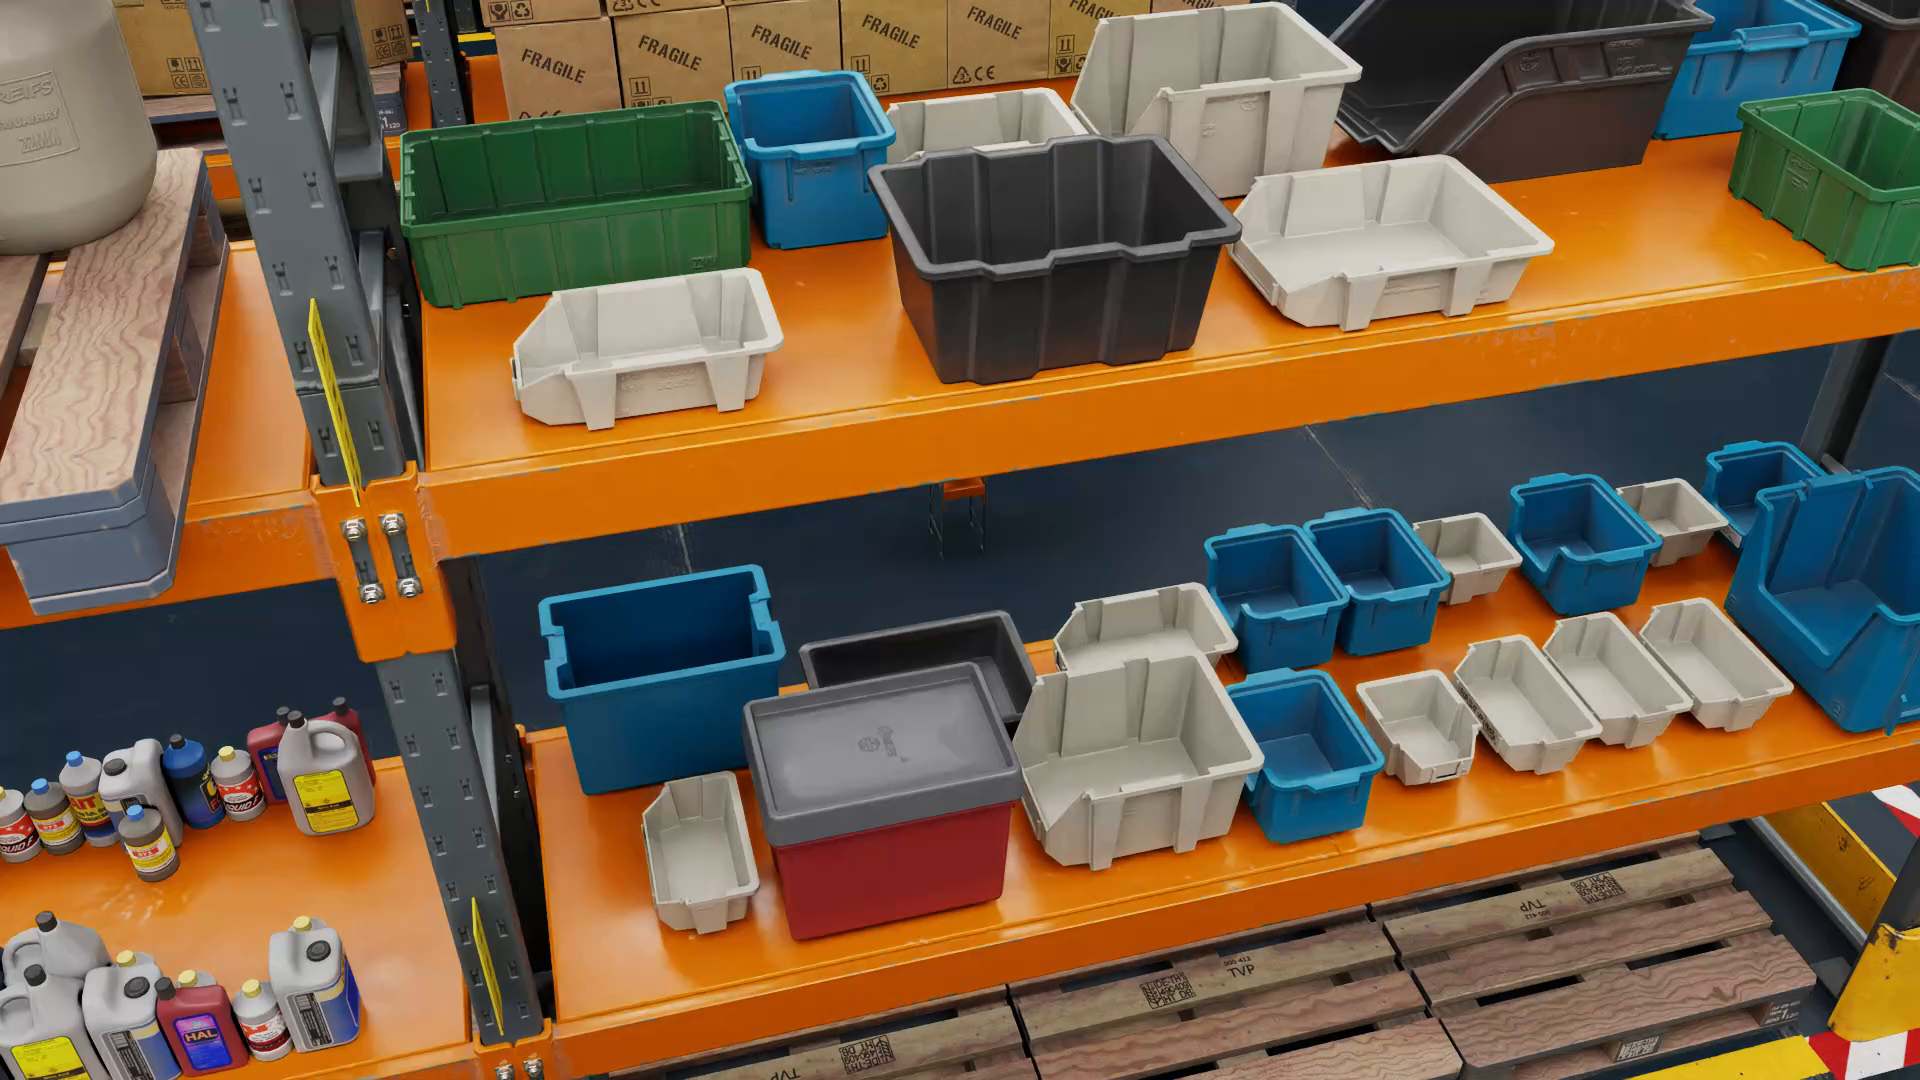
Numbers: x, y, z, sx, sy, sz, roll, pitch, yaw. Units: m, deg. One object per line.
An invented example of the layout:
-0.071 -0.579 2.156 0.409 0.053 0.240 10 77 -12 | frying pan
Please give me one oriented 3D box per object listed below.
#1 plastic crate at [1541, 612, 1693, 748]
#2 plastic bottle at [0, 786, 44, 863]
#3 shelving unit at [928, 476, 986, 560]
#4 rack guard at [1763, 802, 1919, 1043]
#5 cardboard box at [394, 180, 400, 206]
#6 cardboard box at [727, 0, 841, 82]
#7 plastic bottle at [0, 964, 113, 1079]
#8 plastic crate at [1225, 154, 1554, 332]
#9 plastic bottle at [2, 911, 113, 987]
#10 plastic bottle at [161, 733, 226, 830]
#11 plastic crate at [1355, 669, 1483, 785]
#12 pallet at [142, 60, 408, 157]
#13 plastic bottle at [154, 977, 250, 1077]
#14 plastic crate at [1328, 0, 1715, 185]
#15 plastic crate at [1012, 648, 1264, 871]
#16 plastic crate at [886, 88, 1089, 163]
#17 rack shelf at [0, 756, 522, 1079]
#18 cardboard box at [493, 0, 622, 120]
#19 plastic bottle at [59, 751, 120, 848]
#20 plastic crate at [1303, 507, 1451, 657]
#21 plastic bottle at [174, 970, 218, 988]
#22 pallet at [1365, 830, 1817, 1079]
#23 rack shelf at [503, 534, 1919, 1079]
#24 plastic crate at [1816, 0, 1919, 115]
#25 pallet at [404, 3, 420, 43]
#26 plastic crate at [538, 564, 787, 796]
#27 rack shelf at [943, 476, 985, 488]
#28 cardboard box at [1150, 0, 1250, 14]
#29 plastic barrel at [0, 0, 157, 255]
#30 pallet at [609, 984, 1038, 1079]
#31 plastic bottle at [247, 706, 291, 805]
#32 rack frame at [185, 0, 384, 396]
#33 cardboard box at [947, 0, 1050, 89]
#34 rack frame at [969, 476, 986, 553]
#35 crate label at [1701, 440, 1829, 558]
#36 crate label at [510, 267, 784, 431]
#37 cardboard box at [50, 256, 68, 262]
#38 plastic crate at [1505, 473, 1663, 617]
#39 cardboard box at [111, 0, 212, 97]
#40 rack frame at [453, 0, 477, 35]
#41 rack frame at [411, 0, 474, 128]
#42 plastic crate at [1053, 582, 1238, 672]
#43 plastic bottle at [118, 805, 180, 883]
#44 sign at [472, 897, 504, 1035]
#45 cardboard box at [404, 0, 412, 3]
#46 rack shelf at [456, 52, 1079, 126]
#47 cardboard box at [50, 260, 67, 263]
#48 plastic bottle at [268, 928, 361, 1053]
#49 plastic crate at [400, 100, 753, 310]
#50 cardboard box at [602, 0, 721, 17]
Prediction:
1.729 0.383 4.448 0.243 0.136 0.396 -9 38 -12 | plastic crate
-2.315 0.683 4.052 0.097 0.201 0.097 0 37 0 | plastic bottle
-0.014 -0.474 6.882 0.189 1.200 0.258 -9 38 -12 | shelving unit
2.773 1.011 5.517 0.348 0.500 1.175 -9 38 -12 | rack guard
-2.927 -1.491 8.426 0.500 0.500 0.500 -11 39 -14 | cardboard box
-0.856 -2.364 7.790 0.500 0.500 0.500 -10 38 -12 | cardboard box
-1.911 1.020 3.488 0.185 0.351 0.144 -9 38 -12 | plastic bottle
0.823 -0.584 3.293 0.530 0.136 0.437 -9 38 -12 | plastic crate
-1.948 0.936 3.598 0.185 0.351 0.144 -9 38 -12 | plastic bottle
-1.903 0.588 4.119 0.097 0.271 0.097 0 37 0 | plastic bottle
1.186 0.500 4.296 0.250 0.136 0.298 -9 38 -12 | plastic crate
-3.196 -2.104 7.690 1.213 0.211 1.003 -9 38 -12 | pallet
-1.616 1.025 3.537 0.133 0.283 0.061 -9 38 -12 | plastic bottle
1.206 -1.056 3.744 0.767 0.338 0.504 -9 38 -12 | plastic crate
0.413 0.553 4.107 0.530 0.282 0.437 -9 38 -12 | plastic crate
0.020 -0.848 3.638 0.466 0.136 0.293 -9 38 -12 | plastic crate
-3.040 1.266 3.719 4.000 0.370 1.077 -9 38 -12 | rack shelf
-1.833 -2.203 7.579 0.500 0.500 0.500 -8 38 -11 | cardboard box
-2.127 0.625 4.071 0.097 0.271 0.097 0 37 0 | plastic bottle
1.158 0.127 4.704 0.300 0.233 0.416 -9 38 -12 | plastic crate
-1.654 1.014 3.619 0.097 0.201 0.097 0 37 0 | plastic bottle
1.947 1.245 5.449 1.213 0.211 1.003 -9 38 -12 | pallet
0.822 0.632 4.547 4.000 0.370 1.077 -9 38 -12 | rack shelf
2.309 -1.212 4.005 0.590 0.269 0.497 -9 38 -12 | plastic crate
-4.417 -3.874 12.140 1.213 0.211 1.003 -9 38 -12 | pallet
-0.747 0.372 4.259 0.575 0.384 0.392 -9 38 -12 | plastic crate
-0.014 -0.344 6.982 0.180 0.103 0.258 -9 38 -12 | rack shelf
1.104 -2.686 8.210 0.500 0.500 0.500 -8 38 -11 | cardboard box
-1.682 -0.813 2.917 0.433 0.535 0.433 0 37 0 | plastic barrel
-0.409 1.632 4.943 1.213 0.211 1.003 -9 38 -12 | pallet
-1.703 0.539 4.173 0.133 0.283 0.061 -9 38 -12 | plastic bottle
-1.109 -1.719 2.091 0.127 3.000 1.000 -9 38 -12 | rack frame
0.121 -2.525 8.000 0.500 0.500 0.500 -9 38 -12 | cardboard box
0.074 -0.489 6.901 0.006 1.200 0.240 -9 38 -12 | rack frame
2.429 -0.082 4.976 0.303 0.233 0.416 -9 38 -12 | crate label
-0.561 -0.331 2.963 0.466 0.136 0.293 -9 38 -12 | crate label
-4.412 -1.245 8.105 0.500 0.500 0.500 -11 39 -14 | cardboard box
1.793 0.023 4.840 0.300 0.233 0.416 -9 38 -12 | plastic crate
-3.560 -2.359 7.438 0.500 0.500 0.700 -4 38 -5 | cardboard box
-3.692 -5.148 11.511 0.127 3.000 1.000 -9 38 -12 | rack frame
-2.397 -2.243 7.713 0.127 3.000 1.000 -9 38 -12 | rack frame
0.494 0.292 4.567 0.466 0.136 0.293 -9 38 -12 | plastic crate
-1.958 0.720 4.003 0.097 0.201 0.097 0 37 0 | plastic bottle
-0.967 0.876 3.408 0.005 0.325 0.100 -9 38 -12 | sign
-4.285 -4.282 11.802 0.750 0.750 0.750 -9 38 -11 | cardboard box
-0.466 -2.274 8.346 4.000 0.370 1.077 -9 38 -12 | rack shelf
-4.252 -0.944 7.710 0.500 0.500 0.500 -11 39 -13 | cardboard box
-1.405 0.965 3.622 0.135 0.276 0.152 -9 38 -12 | plastic bottle
-0.779 -0.688 3.387 0.662 0.188 0.450 -9 38 -12 | plastic crate
-1.370 -2.671 7.368 0.500 0.500 0.500 -10 39 -13 | cardboard box
